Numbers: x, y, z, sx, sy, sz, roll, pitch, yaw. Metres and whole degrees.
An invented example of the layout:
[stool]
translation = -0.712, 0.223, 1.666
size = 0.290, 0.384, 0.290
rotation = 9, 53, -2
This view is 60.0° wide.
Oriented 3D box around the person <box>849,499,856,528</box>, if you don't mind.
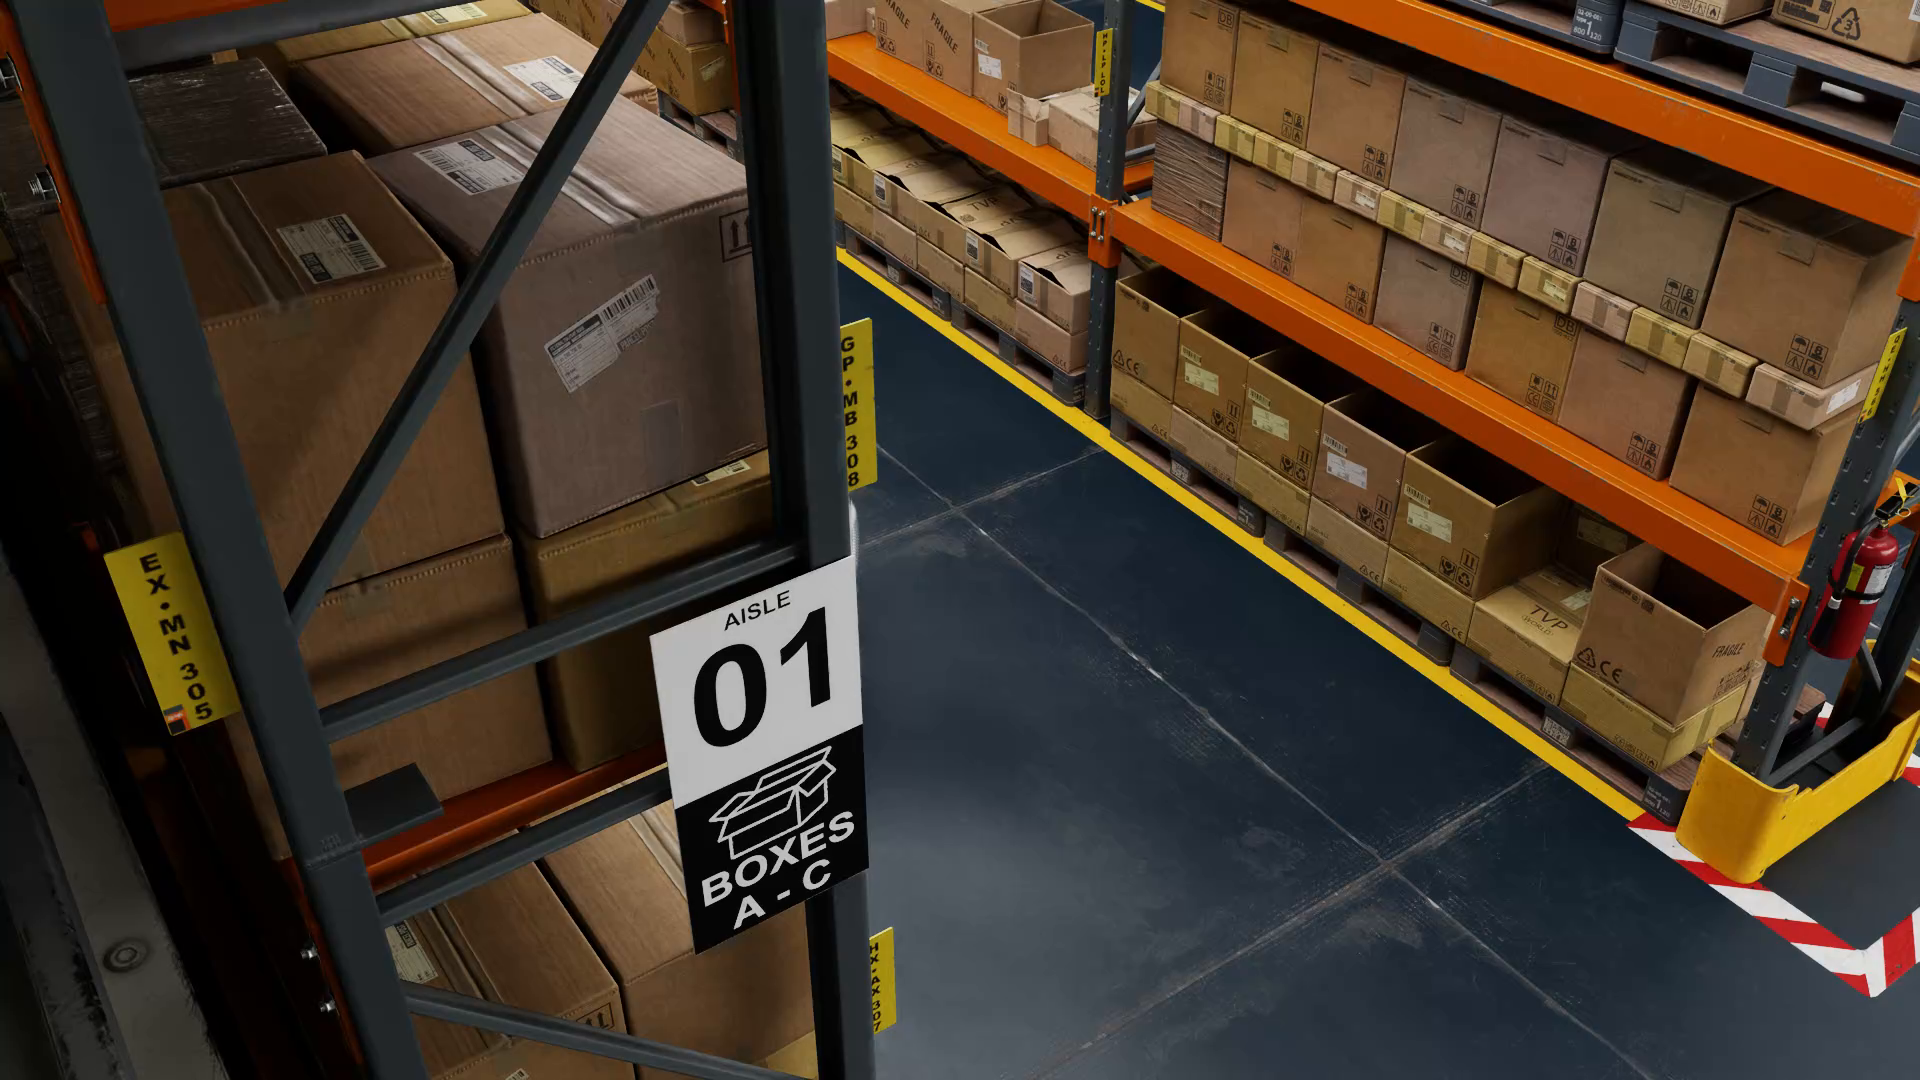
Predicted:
[person]
translation = -0.914, 0.199, 7.339
size = 0.987, 0.917, 0.522
rotation = -24, 43, -30
